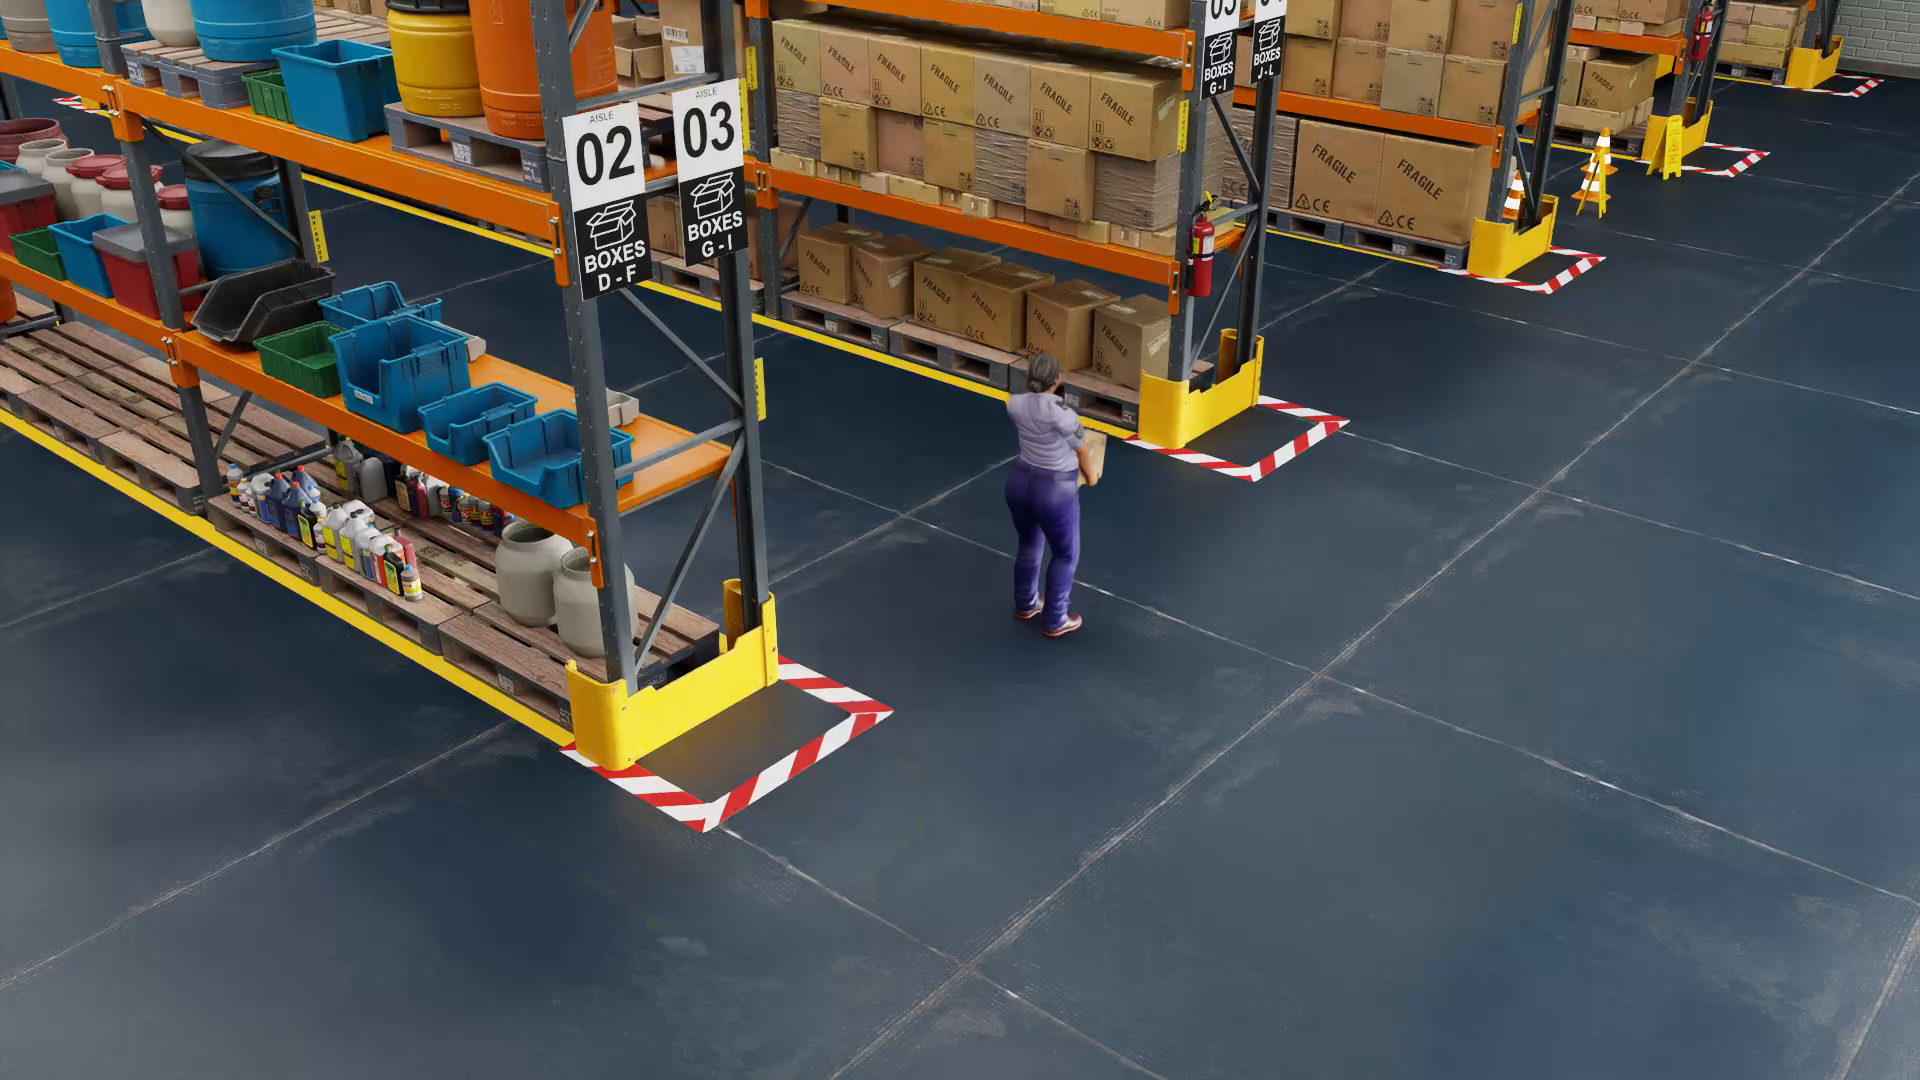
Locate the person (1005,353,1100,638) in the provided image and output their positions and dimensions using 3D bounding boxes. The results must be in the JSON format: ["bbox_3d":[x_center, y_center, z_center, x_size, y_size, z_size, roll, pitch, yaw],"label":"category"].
[{"bbox_3d":[0.503,-0.274,9.187,0.435,1.634,0.525,20,34,34],"label":"person"}]
